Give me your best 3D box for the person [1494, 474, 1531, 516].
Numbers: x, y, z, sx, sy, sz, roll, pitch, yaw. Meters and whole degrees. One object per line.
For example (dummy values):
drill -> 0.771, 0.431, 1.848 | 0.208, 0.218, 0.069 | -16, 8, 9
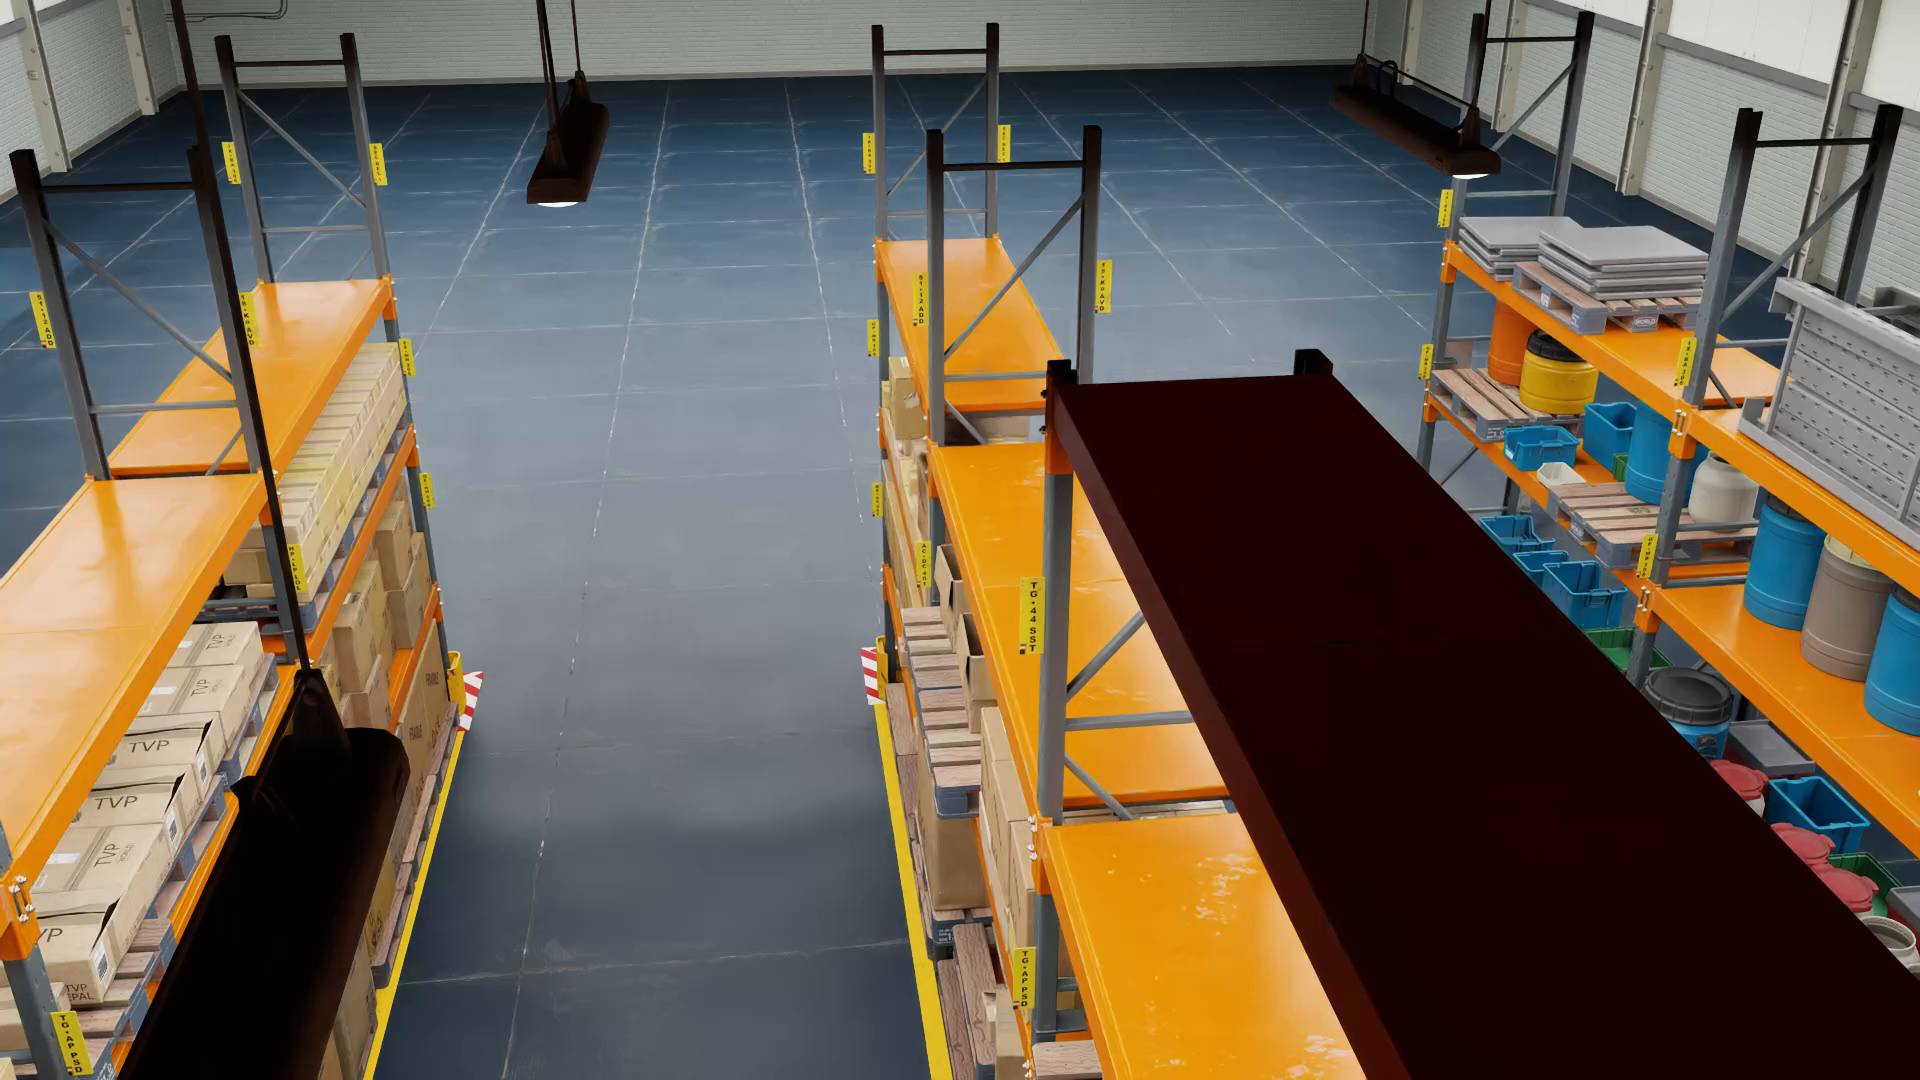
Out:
person -> 6.343, -1.088, 18.776 | 0.428, 1.751, 0.588 | 11, 28, 22
